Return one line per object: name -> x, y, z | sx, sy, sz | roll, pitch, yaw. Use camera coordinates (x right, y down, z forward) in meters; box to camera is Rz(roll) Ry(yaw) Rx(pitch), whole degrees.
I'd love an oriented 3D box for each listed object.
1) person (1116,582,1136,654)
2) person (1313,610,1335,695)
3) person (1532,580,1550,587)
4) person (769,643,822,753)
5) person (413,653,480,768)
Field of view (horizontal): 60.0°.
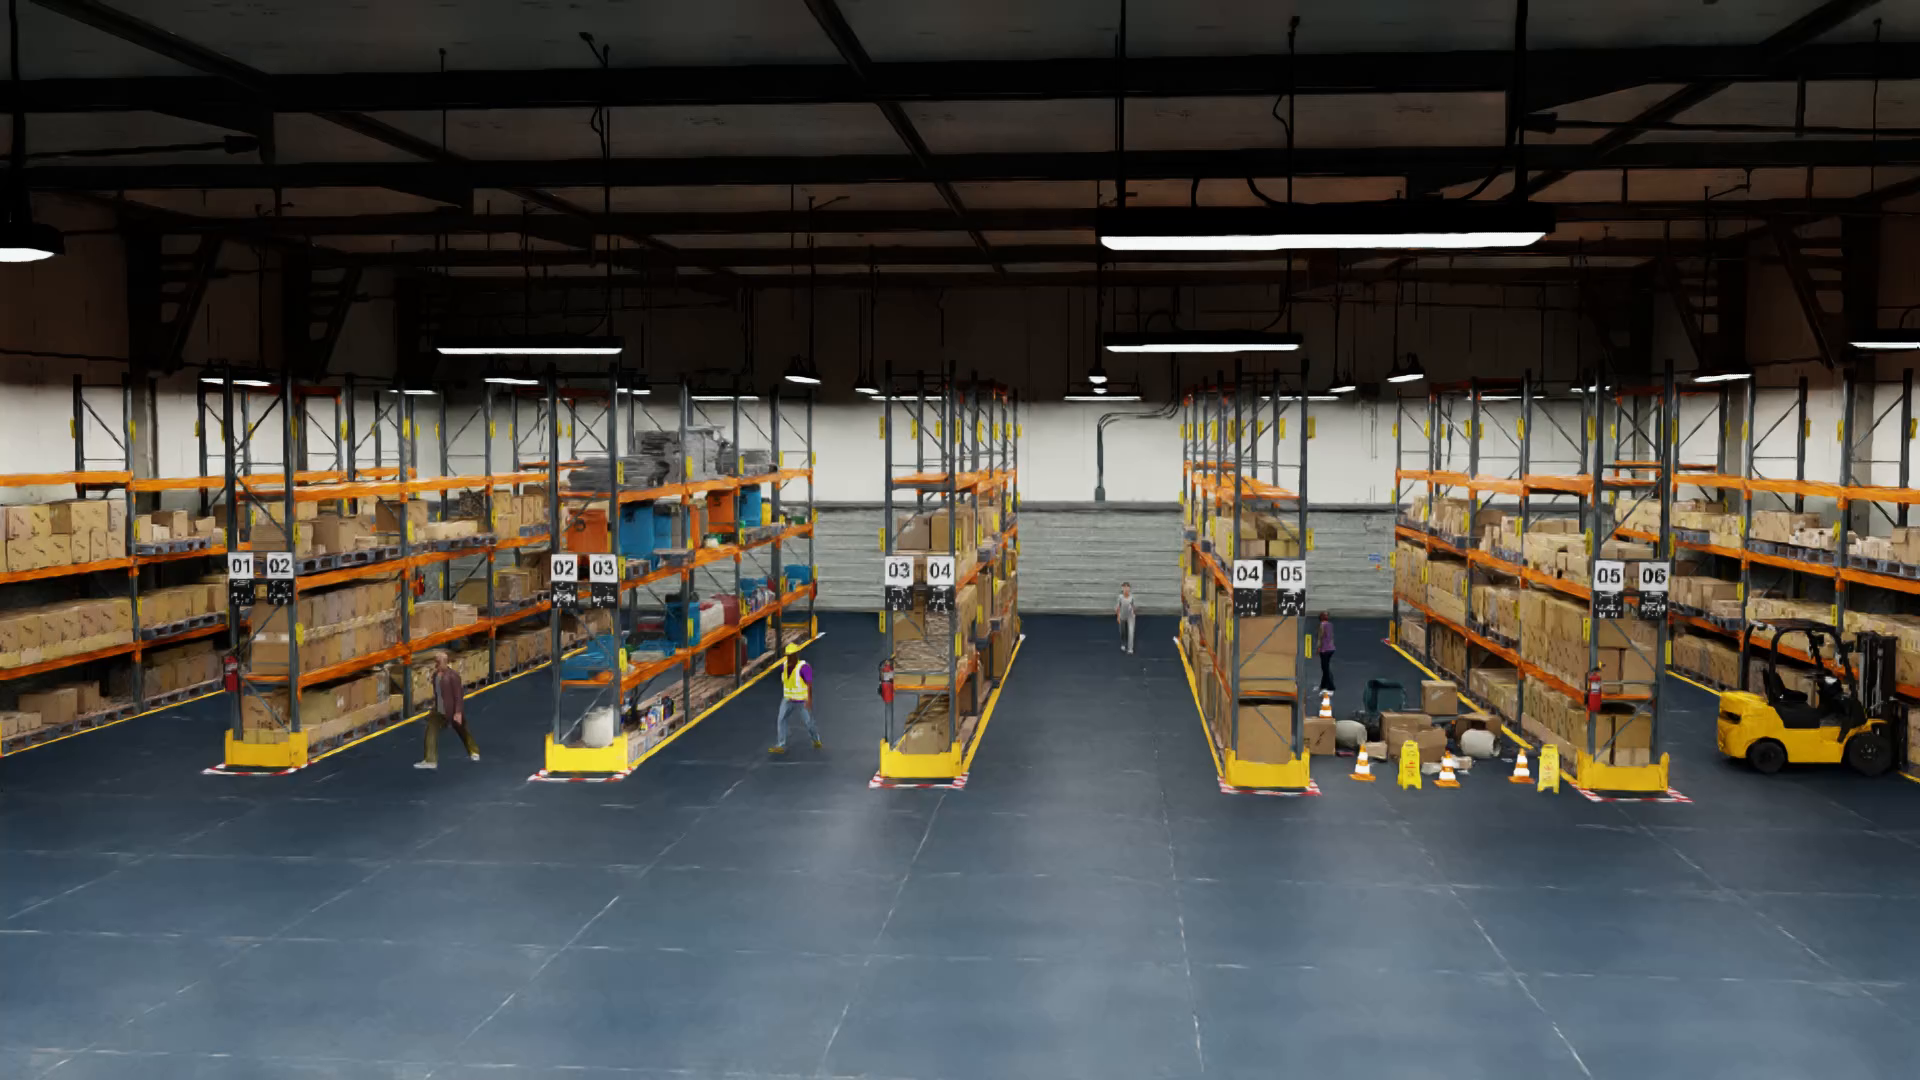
person -> 3.725, 1.735, 37.348 | 0.446, 1.590, 1.110 | 0, 4, 7
person -> 6.910, 2.116, 31.572 | 0.527, 1.592, 0.522 | 3, 5, 37
person -> 14.845, 1.367, 42.459 | 0.487, 1.653, 0.576 | -2, 4, -29
person -> -2.548, 2.450, 25.931 | 0.615, 1.716, 0.973 | 2, 4, 26
person -> -7.602, 2.517, 24.737 | 0.635, 1.722, 1.046 | 2, 4, 26
